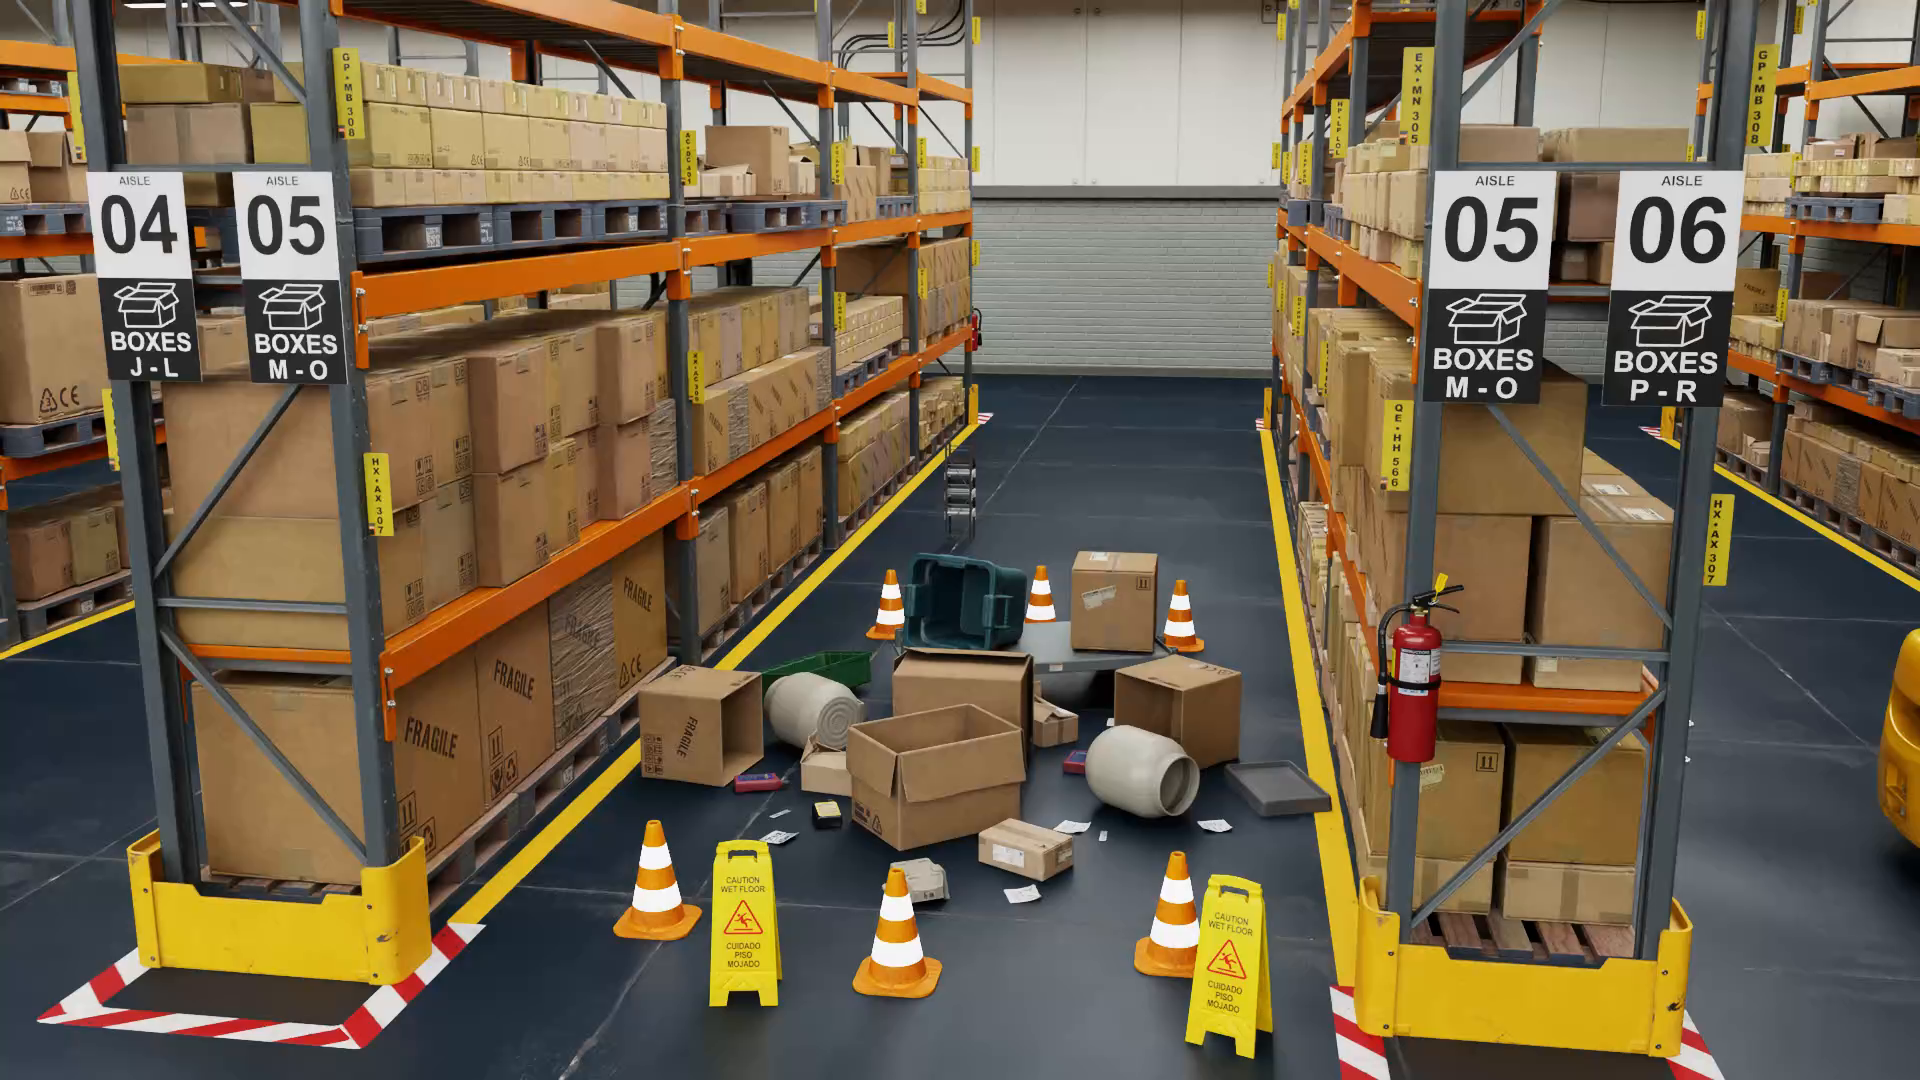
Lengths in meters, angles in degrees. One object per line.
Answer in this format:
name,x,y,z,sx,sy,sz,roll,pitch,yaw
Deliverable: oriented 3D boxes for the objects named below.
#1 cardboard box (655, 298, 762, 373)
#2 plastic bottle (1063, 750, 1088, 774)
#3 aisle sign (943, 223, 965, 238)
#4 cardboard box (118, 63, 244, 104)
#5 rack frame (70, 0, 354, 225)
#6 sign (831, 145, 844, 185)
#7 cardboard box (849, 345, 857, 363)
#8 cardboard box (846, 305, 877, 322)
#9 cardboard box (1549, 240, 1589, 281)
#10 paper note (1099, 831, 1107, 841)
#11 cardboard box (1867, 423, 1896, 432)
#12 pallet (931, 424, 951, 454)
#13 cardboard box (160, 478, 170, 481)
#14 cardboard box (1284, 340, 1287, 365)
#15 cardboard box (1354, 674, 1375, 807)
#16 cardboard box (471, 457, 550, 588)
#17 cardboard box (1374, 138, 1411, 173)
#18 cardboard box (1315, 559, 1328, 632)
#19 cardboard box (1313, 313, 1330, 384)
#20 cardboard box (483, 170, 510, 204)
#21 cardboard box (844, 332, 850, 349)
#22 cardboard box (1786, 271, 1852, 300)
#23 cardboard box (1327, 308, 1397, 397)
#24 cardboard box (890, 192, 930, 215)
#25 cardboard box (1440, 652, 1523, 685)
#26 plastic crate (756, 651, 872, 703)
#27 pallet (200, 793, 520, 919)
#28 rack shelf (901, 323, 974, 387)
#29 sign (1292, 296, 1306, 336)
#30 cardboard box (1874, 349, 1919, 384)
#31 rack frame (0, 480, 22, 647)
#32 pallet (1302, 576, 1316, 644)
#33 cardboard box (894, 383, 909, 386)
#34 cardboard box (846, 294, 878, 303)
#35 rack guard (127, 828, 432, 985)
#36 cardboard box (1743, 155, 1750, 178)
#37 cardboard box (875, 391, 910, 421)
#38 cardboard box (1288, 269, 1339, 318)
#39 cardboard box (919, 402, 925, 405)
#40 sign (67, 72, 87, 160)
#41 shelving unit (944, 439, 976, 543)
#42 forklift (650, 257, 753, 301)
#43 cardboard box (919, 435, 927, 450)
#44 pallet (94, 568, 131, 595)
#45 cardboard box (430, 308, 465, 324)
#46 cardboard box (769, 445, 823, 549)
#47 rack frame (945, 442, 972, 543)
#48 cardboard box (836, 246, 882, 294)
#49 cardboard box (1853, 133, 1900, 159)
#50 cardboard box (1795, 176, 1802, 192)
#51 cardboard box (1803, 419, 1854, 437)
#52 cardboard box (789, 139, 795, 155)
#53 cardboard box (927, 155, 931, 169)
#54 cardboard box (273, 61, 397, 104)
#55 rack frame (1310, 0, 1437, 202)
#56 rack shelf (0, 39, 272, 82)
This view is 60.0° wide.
cardboard box,-1.881,-1.525,12.338,0.700,0.500,0.500,2,12,8
plastic bottle,0.669,1.217,9.199,0.133,0.061,0.283,4,13,18
aisle sign,-0.033,-4.340,21.843,0.394,0.787,0.004,2,12,9
cardboard box,-3.085,-1.802,6.585,0.380,0.149,0.250,2,12,9
rack frame,-2.801,-2.666,6.005,1.000,3.000,0.127,2,12,9
sign,-1.024,-3.137,13.894,0.100,0.325,0.005,2,12,9
cardboard box,-1.180,-1.736,15.529,0.380,0.149,0.250,2,12,11
cardboard box,-1.026,-2.244,16.472,0.380,0.149,0.250,1,12,6
cardboard box,2.429,-1.054,6.239,0.380,0.149,0.250,1,12,7
paper note,0.707,1.459,8.200,0.032,0.001,0.123,2,12,9
cardboard box,9.020,-1.041,16.100,0.380,0.149,0.250,2,12,9
pallet,-0.702,-1.264,20.358,1.003,0.211,1.213,2,12,9
cardboard box,-6.612,-0.318,14.237,0.700,0.500,0.500,1,12,4
cardboard box,3.623,-1.936,17.212,0.500,0.250,0.500,2,12,7
cardboard box,2.048,0.894,7.474,0.500,0.500,0.500,2,12,11
cardboard box,-2.516,-0.113,8.043,0.875,0.550,0.550,2,12,9
cardboard box,2.068,-1.728,7.474,0.380,0.149,0.250,2,12,10
cardboard box,2.906,0.393,11.289,0.950,0.372,0.625,3,12,12
cardboard box,2.965,-1.464,12.727,0.500,0.500,0.500,3,12,12
cardboard box,-2.277,-1.602,7.551,0.380,0.149,0.250,2,12,9
cardboard box,-1.221,-1.833,15.272,0.380,0.149,0.250,1,12,7
cardboard box,9.348,-2.672,18.143,0.500,0.500,0.500,2,12,7
cardboard box,2.439,-1.025,9.314,0.700,0.500,0.500,2,12,8
cardboard box,-0.624,-3.712,18.335,0.500,0.250,0.500,3,12,12
cardboard box,1.952,0.444,6.410,0.380,0.149,0.250,2,12,11
plastic crate,-0.918,0.859,10.426,0.450,0.188,0.662,-3,8,40
pallet,-2.756,1.461,7.715,1.003,0.211,1.213,2,12,9
rack shelf,-0.648,-2.296,20.236,1.077,0.370,4.000,2,12,9
sign,2.787,-1.843,13.676,0.100,0.325,0.005,2,12,9
cardboard box,8.083,-1.462,14.014,0.500,0.250,0.500,1,12,6
rack frame,-7.071,-0.748,11.344,1.000,3.000,0.127,2,12,9
pallet,3.024,0.519,12.082,1.003,0.211,1.213,2,12,9
cardboard box,-0.802,-1.905,21.070,0.380,0.149,0.250,1,12,6
cardboard box,-1.160,-2.536,18.696,0.500,0.500,0.500,2,12,9
rack guard,-2.805,1.493,6.877,1.175,0.500,0.348,2,12,9
cardboard box,8.926,-4.147,18.458,0.500,0.250,0.500,2,12,10
cardboard box,-0.820,-1.418,17.611,0.500,0.250,0.500,2,12,7
cardboard box,3.548,-2.441,16.588,0.500,0.500,0.500,2,12,8
cardboard box,-0.607,-1.509,19.232,0.380,0.149,0.250,2,12,8
sign,-3.335,-1.614,6.331,0.100,0.325,0.005,2,12,9
shelving unit,0.001,-0.442,14.906,0.258,0.900,0.210,2,12,9
forklift,-2.768,-2.031,17.459,1.130,2.935,3.031,2,12,8
cardboard box,-0.582,-1.109,18.787,0.380,0.149,0.250,1,12,6
pallet,-6.768,0.198,13.572,1.003,0.211,1.213,2,12,9
cardboard box,-5.726,-2.253,18.091,0.500,0.500,0.500,2,12,10
cardboard box,-1.753,-0.381,13.982,1.050,0.750,0.750,2,12,8
rack frame,-0.014,-0.420,14.808,0.240,0.900,0.006,2,12,9
cardboard box,-1.151,-3.021,18.575,0.500,0.500,0.500,1,12,7
cardboard box,8.877,-3.812,16.114,0.396,0.266,0.258,2,12,8
cardboard box,8.417,-3.481,16.266,0.380,0.149,0.250,2,12,10
cardboard box,8.572,-1.106,16.404,0.380,0.149,0.250,2,12,7
cardboard box,-1.701,-3.488,14.885,0.396,0.266,0.258,2,12,9
cardboard box,-0.529,-4.279,18.831,0.380,0.149,0.250,2,12,7
cardboard box,-2.435,-1.780,6.483,0.380,0.149,0.250,2,12,9
rack frame,3.336,-4.192,13.086,1.000,3.000,0.127,2,12,9
rack shelf,-6.764,-3.550,12.762,1.077,0.370,4.000,2,12,9
